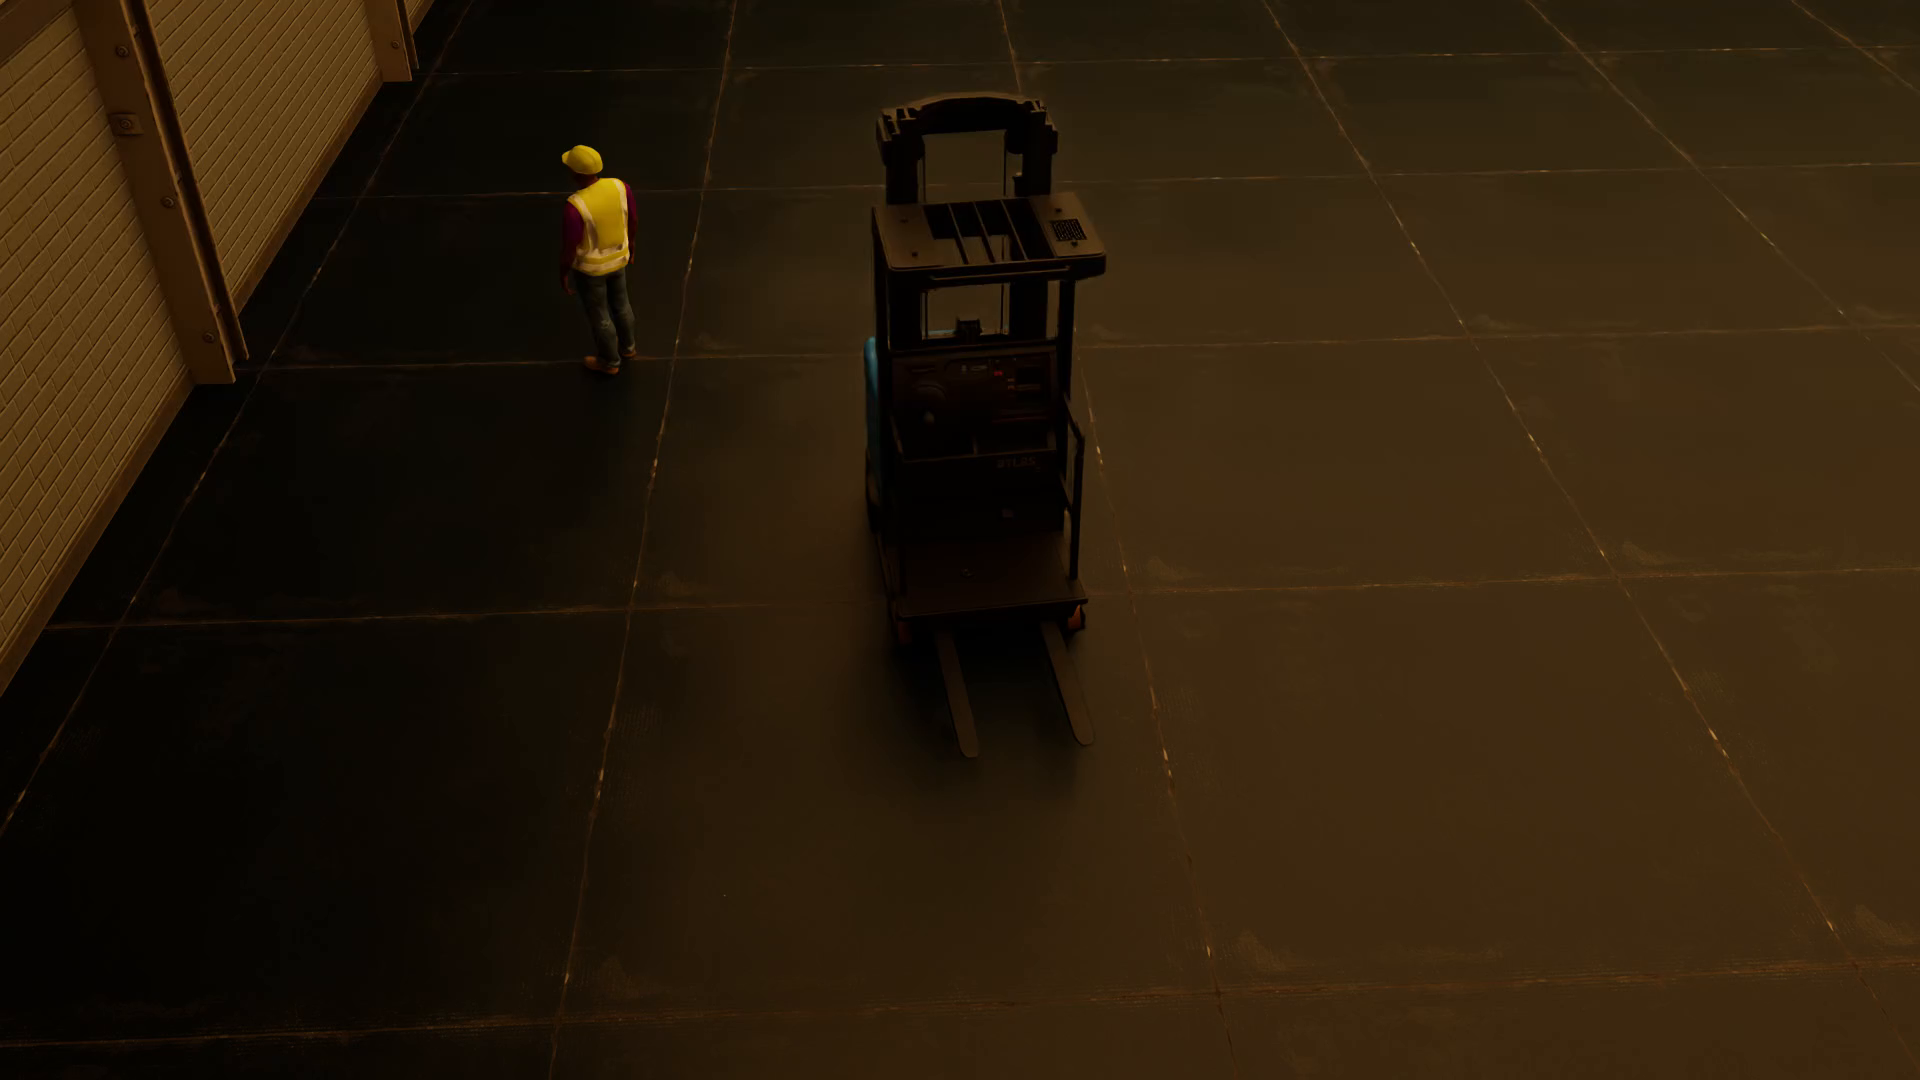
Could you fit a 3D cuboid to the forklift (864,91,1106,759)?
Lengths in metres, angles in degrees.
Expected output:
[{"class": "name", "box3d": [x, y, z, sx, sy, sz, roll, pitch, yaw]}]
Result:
[{"class": "forklift", "box3d": [0.122, -0.790, 9.095, 1.130, 2.935, 3.031, -5, 36, -7]}]

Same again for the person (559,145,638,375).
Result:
[{"class": "person", "box3d": [-2.583, -1.984, 11.715, 0.565, 1.768, 0.665, 28, 44, 32]}]
